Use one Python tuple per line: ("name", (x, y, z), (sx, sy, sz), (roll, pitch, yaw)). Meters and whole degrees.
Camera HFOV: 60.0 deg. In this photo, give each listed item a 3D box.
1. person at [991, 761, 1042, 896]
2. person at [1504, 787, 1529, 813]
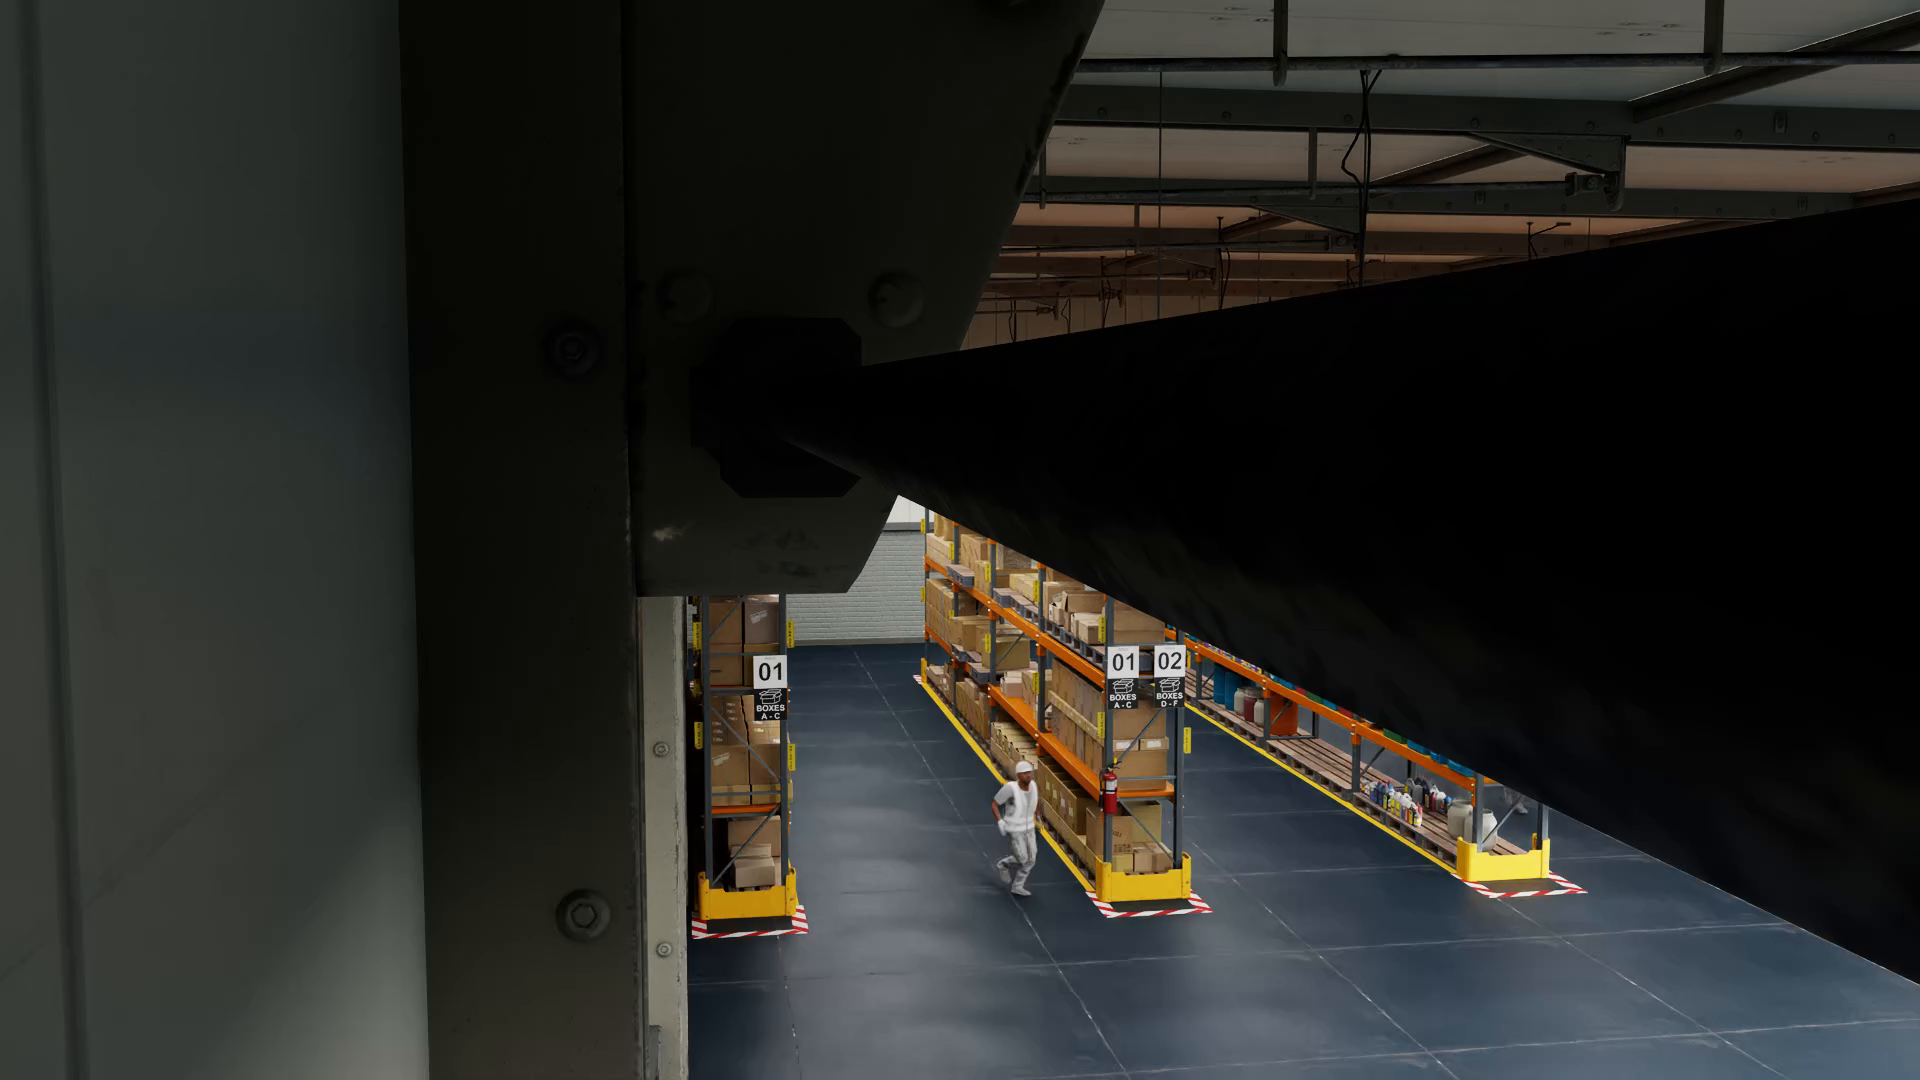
("person", (0.738, 3.632, 21.026), (0.710, 1.716, 0.637), (-4, 6, -38))
("person", (8.530, 3.311, 25.071), (0.583, 1.642, 0.560), (-2, 6, -25))
